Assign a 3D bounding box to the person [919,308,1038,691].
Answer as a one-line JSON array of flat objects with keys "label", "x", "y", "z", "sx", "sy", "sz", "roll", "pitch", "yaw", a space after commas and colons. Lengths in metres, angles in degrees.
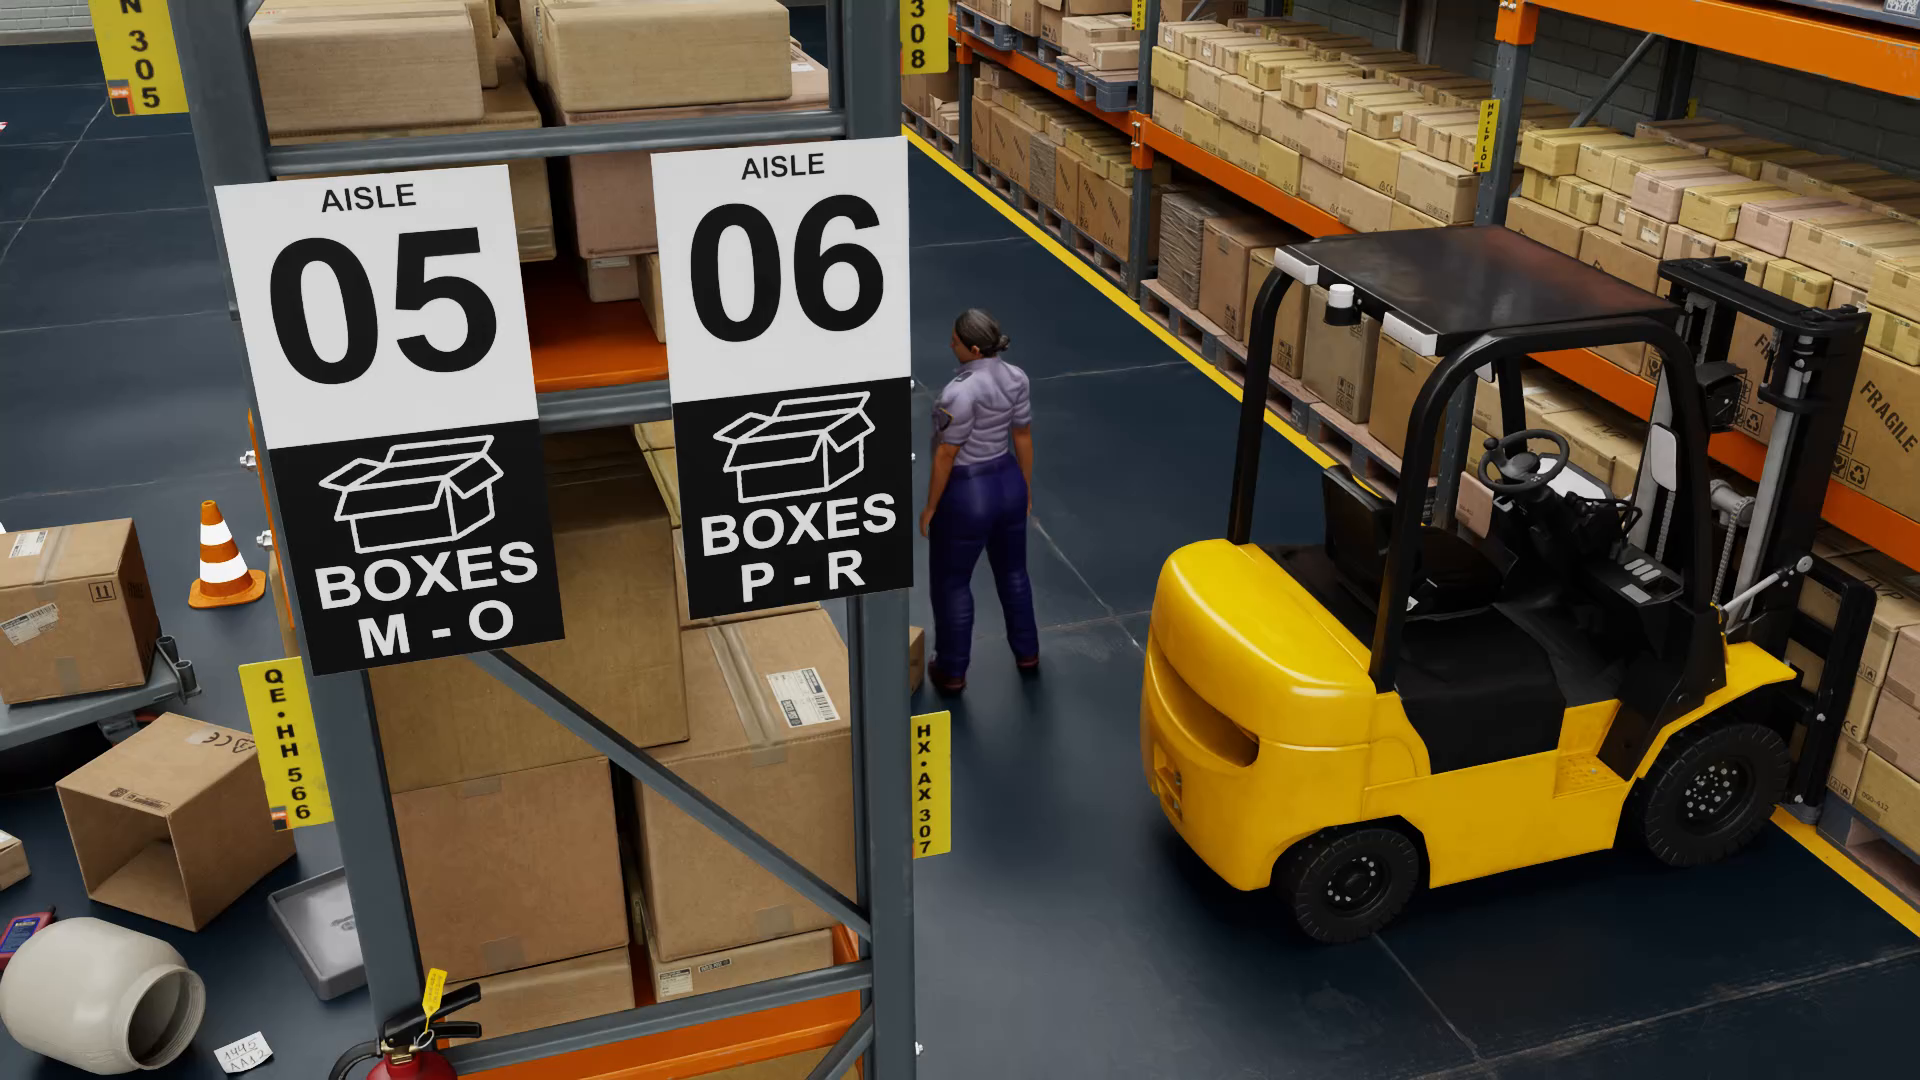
[{"label": "person", "x": 0.109, "y": -0.179, "z": 6.954, "sx": 0.373, "sy": 1.649, "sz": 0.617, "roll": 23, "pitch": 34, "yaw": 38}]
